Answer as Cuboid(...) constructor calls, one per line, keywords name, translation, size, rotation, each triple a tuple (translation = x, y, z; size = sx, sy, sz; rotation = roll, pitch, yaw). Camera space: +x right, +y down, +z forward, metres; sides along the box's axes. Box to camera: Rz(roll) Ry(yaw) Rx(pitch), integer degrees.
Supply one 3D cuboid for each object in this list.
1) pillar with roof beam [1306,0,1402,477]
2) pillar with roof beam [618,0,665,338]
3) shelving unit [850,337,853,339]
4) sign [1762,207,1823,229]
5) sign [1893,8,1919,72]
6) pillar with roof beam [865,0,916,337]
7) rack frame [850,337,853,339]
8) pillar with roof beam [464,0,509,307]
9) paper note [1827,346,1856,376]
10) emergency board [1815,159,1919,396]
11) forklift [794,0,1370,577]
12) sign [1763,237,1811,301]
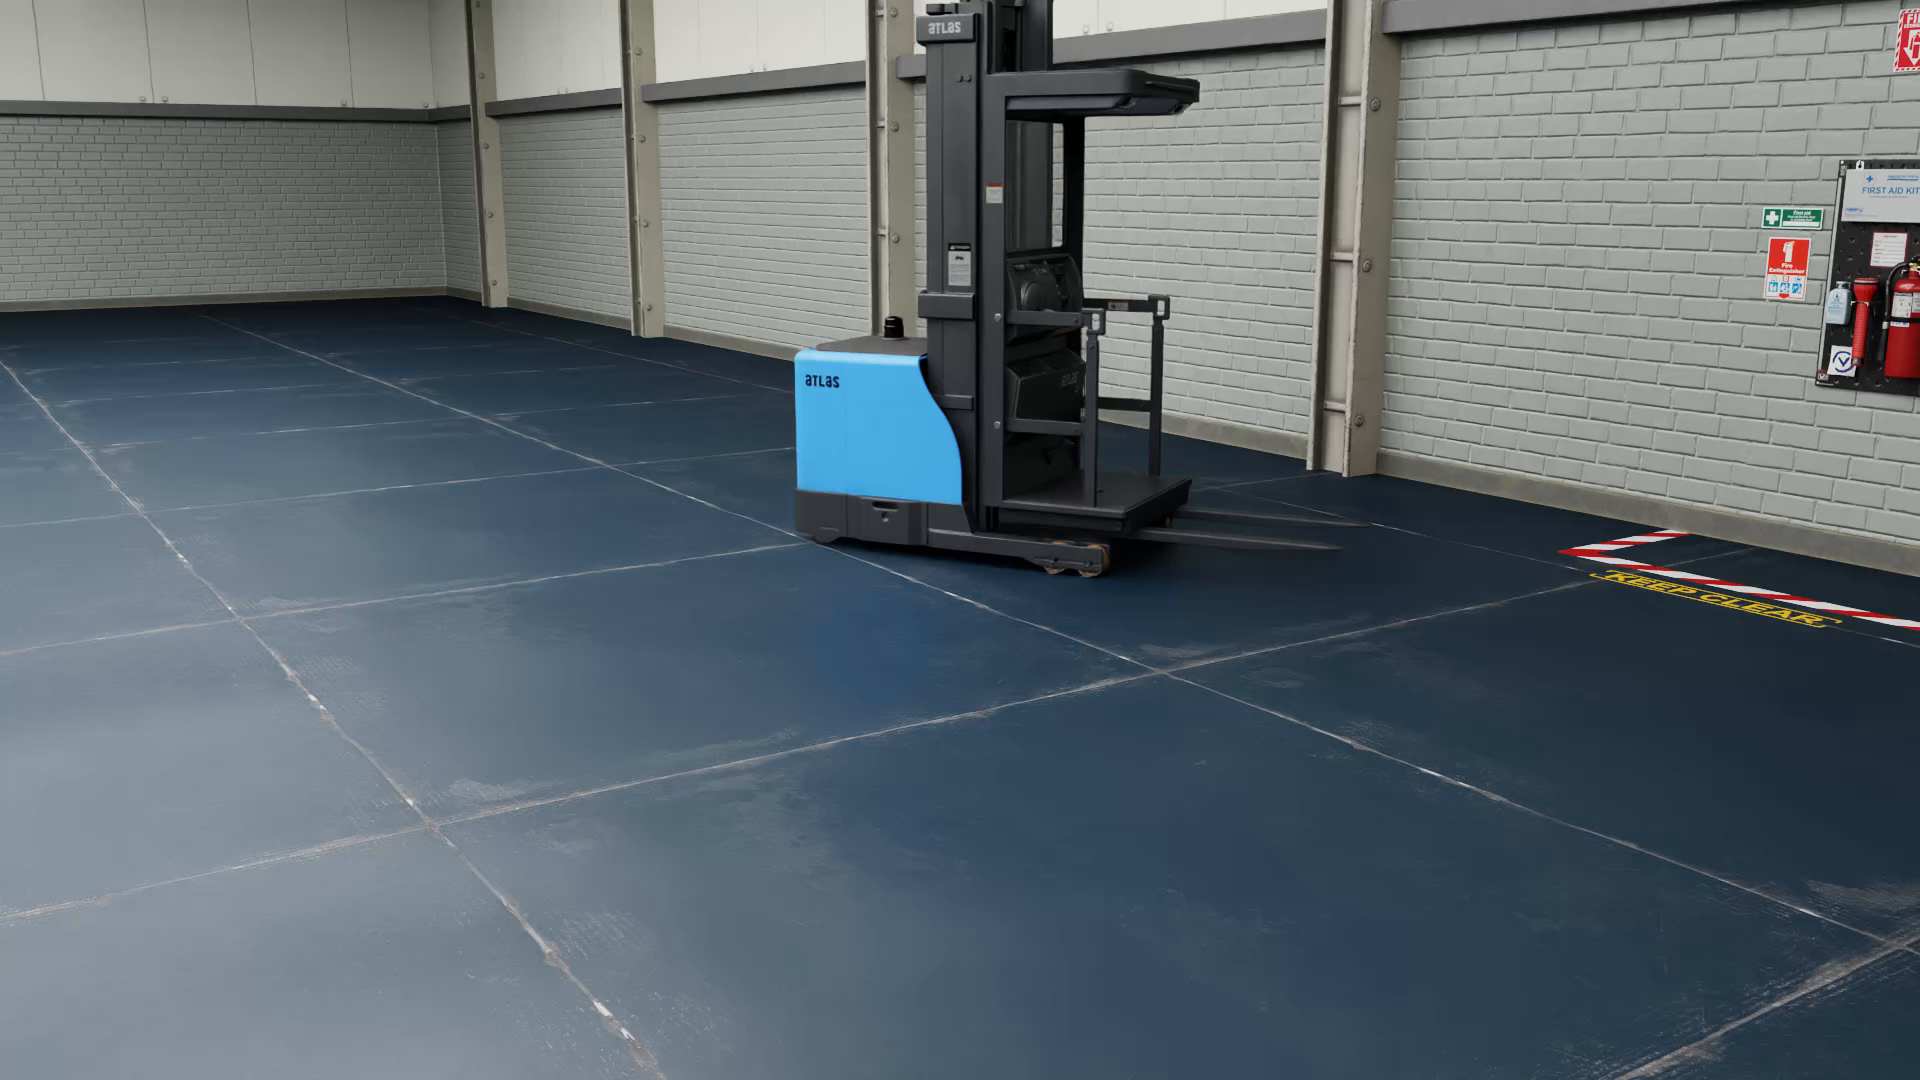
Cuboid(name="pillar with roof beam", translation=(-0.925, -4.369, 8.275), size=(9.100, 9.000, 0.400), rotation=(-8, 15, -33))
Cuboid(name="pillar with roof beam", translation=(-7.574, -6.503, 18.034), size=(9.100, 9.000, 0.400), rotation=(-8, 15, -33))
Cuboid(name="shelving unit", translation=(-0.506, -0.716, 10.176), size=(0.252, 1.050, 0.215), rotation=(-9, 15, -35))
Cuboid(name="sign", translation=(4.420, -1.709, 8.833), size=(0.001, 0.109, 0.331), rotation=(-8, 15, -33))
Cuboid(name="sign", translation=(4.724, -2.470, 8.210), size=(0.001, 0.298, 0.199), rotation=(-8, 15, -33))
Cuboid(name="pillar with roof beam", translation=(-4.250, -5.436, 13.154), size=(9.100, 9.000, 0.400), rotation=(-8, 15, -33))
Cuboid(name="rack frame", translation=(-0.605, -0.700, 10.107), size=(0.008, 1.050, 0.200), rotation=(-9, 15, -35))
Cuboid(name="pillar with roof beam", translation=(-10.898, -7.570, 22.914), size=(9.100, 9.000, 0.400), rotation=(-8, 15, -33))
Cuboid(name="paper note", translation=(4.605, -0.934, 8.672), size=(0.016, 0.148, 0.142), rotation=(-8, 15, -33))
Cuboid(name="emergency board", translation=(4.645, -1.324, 8.397), size=(0.194, 1.169, 0.643), rotation=(-8, 15, -33))
Cuboid(name="forklift", translation=(0.636, -1.370, 8.767), size=(3.031, 2.935, 1.130), rotation=(6, 14, 25))
Cuboid(name="sign", translation=(4.425, -1.452, 8.898), size=(0.001, 0.329, 0.234), rotation=(-8, 15, -33))
